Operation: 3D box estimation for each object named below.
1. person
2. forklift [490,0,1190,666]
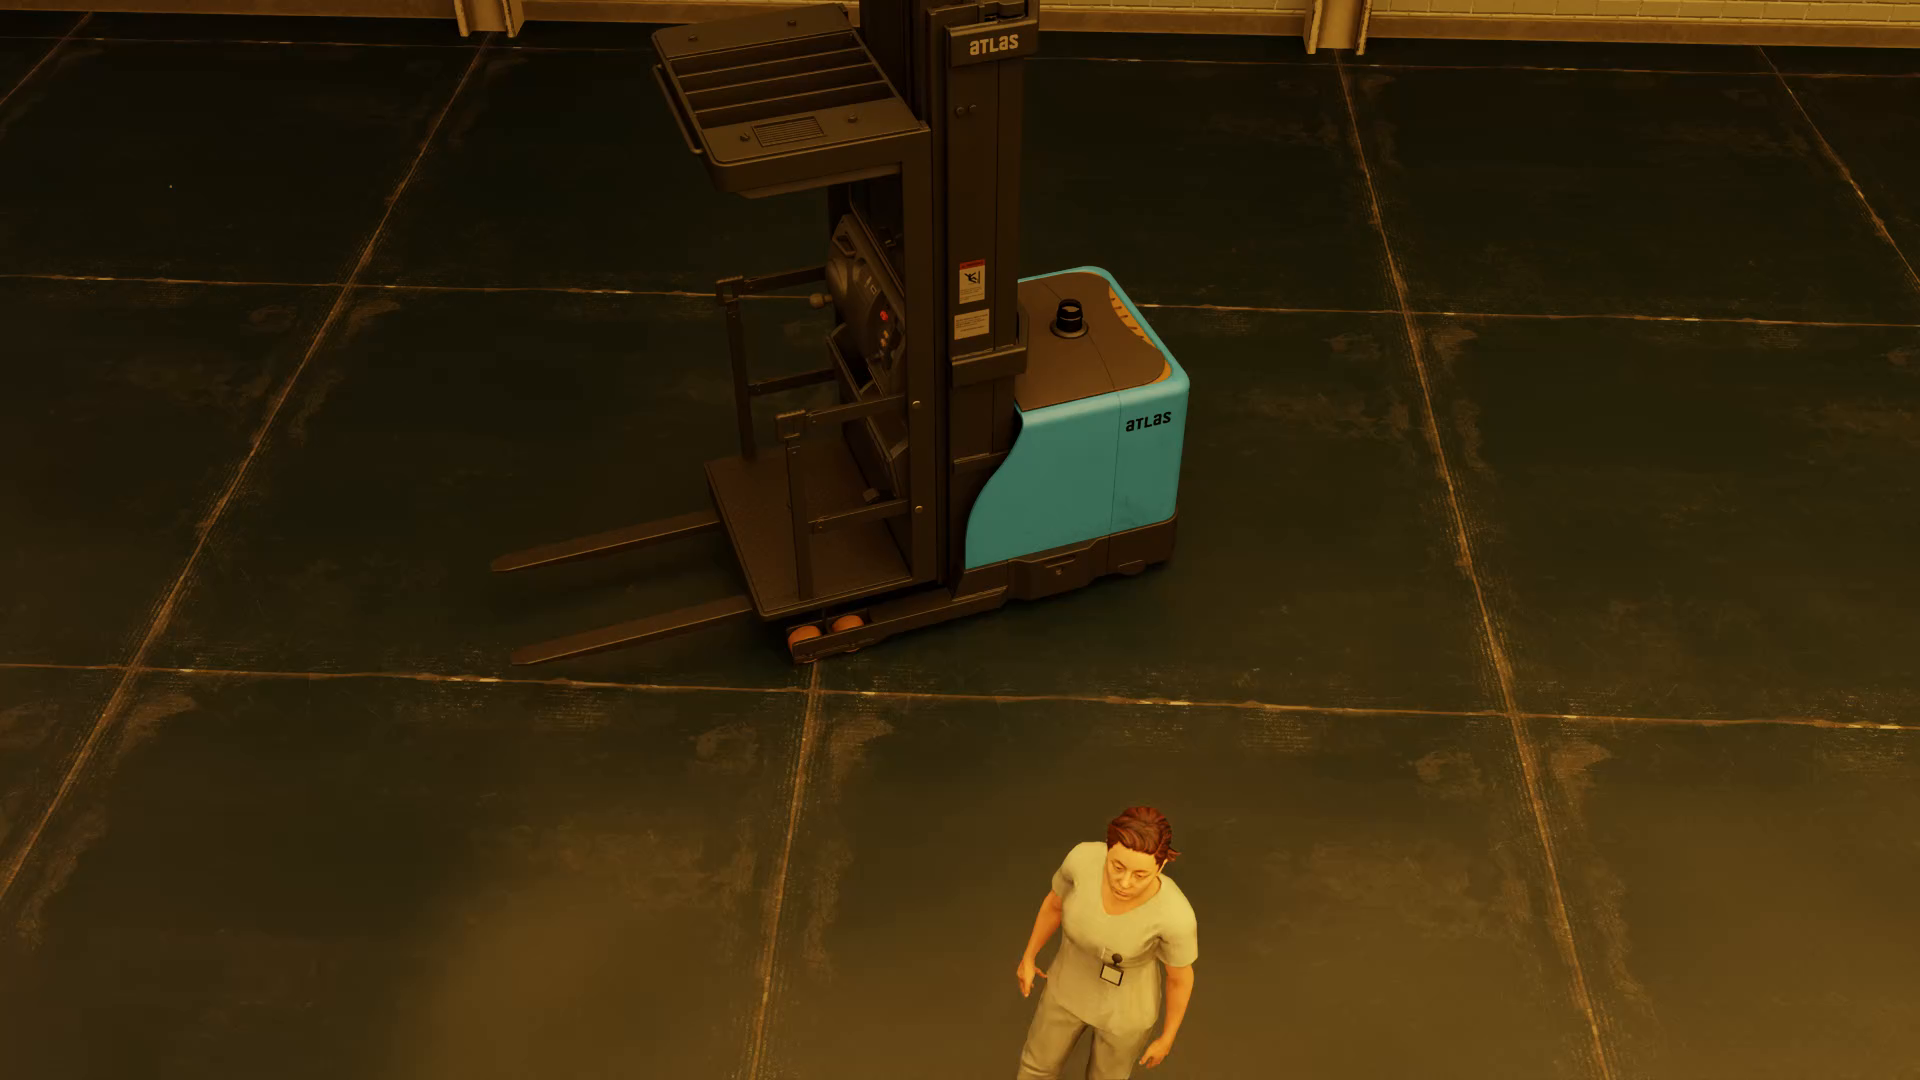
[{"bbox_3d":[0.395,1.447,5.087,0.548,1.660,0.549,23,47,23],"label":"person"},{"bbox_3d":[-0.573,-0.945,6.778,3.031,2.935,1.130,-13,44,-14],"label":"forklift"}]
